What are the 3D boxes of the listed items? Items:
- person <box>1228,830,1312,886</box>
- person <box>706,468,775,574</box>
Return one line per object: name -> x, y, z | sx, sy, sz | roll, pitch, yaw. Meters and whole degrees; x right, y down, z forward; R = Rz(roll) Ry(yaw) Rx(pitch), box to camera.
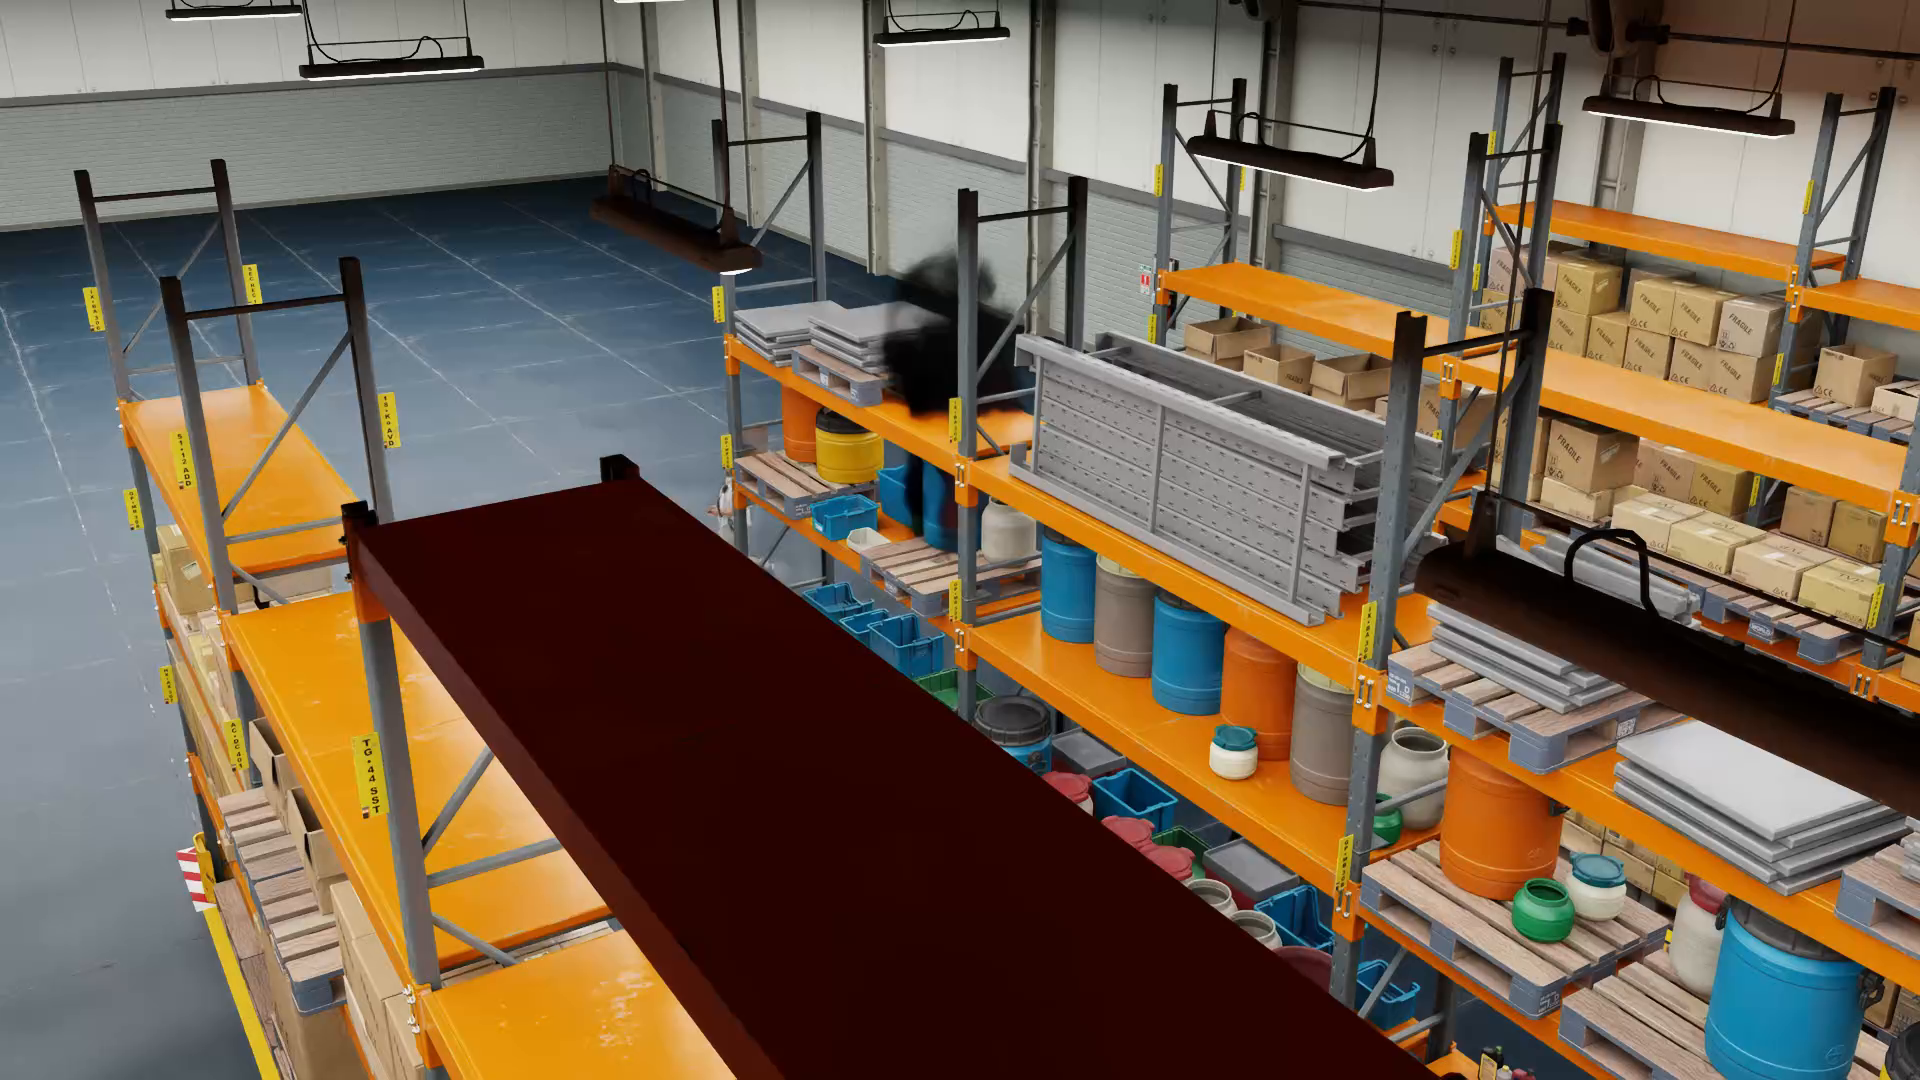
person -> 2.432, 2.044, 13.214 | 0.732, 1.824, 1.097 | -11, 24, -25
person -> -2.617, -0.215, 19.580 | 0.821, 1.746, 0.675 | -2, 22, -5
